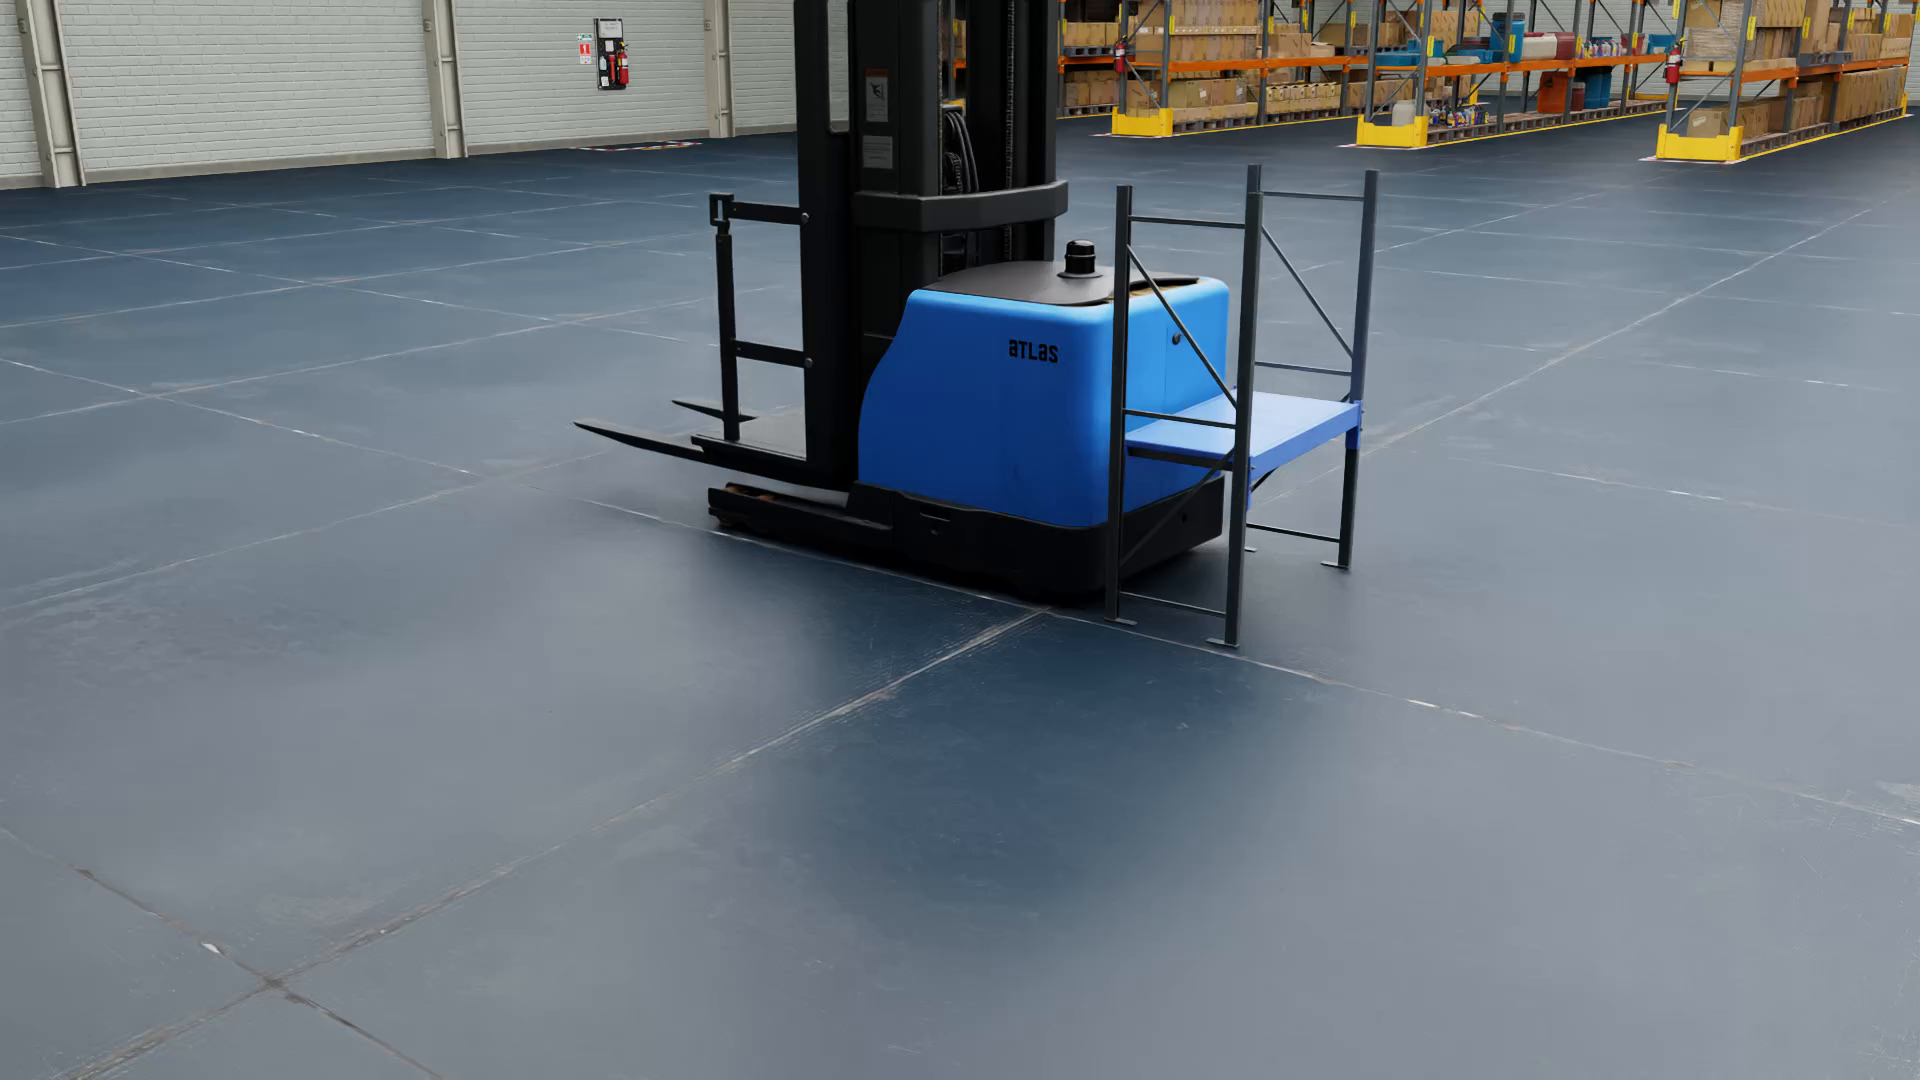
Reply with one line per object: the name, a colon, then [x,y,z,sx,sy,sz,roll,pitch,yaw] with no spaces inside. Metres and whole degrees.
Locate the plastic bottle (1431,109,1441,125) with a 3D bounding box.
plastic bottle: [8.758,-7.792,30.627,0.152,0.276,0.135,12,21,35]

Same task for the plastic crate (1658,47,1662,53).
plastic crate: [16.429,-11.636,39.499,0.396,0.136,0.243,12,21,35]

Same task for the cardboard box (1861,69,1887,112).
cardboard box: [19.006,-9.527,35.239,0.875,0.875,0.875,12,21,35]

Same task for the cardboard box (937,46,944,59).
cardboard box: [-0.413,-10.049,34.265,0.500,0.250,0.500,13,21,35]

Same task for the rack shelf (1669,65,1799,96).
rack shelf: [12.590,-7.473,26.962,1.077,0.370,4.000,12,21,35]

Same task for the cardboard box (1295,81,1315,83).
cardboard box: [7.663,-10.079,37.125,0.500,0.311,0.500,13,22,37]

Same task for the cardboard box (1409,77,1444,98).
cardboard box: [11.710,-11.416,41.914,0.797,0.503,0.637,12,21,35]

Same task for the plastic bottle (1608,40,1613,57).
plastic bottle: [14.175,-10.729,36.318,0.144,0.351,0.185,12,21,35]

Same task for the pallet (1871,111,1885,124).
pallet: [19.064,-9.033,35.477,1.003,0.211,1.213,12,21,35]

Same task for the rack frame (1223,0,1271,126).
rack frame: [5.828,-10.044,34.029,1.000,3.000,0.127,12,21,35]

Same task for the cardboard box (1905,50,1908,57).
cardboard box: [20.830,-10.825,36.969,0.380,0.149,0.250,13,21,35]

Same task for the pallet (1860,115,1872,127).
pallet: [18.149,-8.669,34.304,1.003,0.211,1.213,12,21,35]

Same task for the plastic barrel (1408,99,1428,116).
plastic barrel: [8.050,-7.517,29.379,0.421,0.512,0.421,0,17,0]

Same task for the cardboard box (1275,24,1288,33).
cardboard box: [8.277,-13.621,45.043,0.980,0.700,0.700,12,21,34]

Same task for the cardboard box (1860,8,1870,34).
cardboard box: [17.756,-10.410,33.347,0.797,0.503,0.637,13,21,35]

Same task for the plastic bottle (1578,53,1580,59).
plastic bottle: [12.854,-10.117,34.601,0.097,0.201,0.097,0,17,0]

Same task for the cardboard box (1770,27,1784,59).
cardboard box: [12.920,-8.136,27.216,0.875,0.500,0.500,12,21,35]

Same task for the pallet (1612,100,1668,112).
pallet: [16.431,-10.505,40.214,1.003,0.211,1.213,12,21,35]

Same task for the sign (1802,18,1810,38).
sign: [14.222,-8.612,27.958,0.100,0.325,0.005,12,21,35]

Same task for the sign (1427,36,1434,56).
sign: [7.860,-8.249,27.782,0.100,0.325,0.005,12,21,35]

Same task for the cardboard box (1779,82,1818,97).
cardboard box: [15.482,-8.327,30.708,0.500,0.250,0.500,16,23,41]

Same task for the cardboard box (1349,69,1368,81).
cardboard box: [9.216,-10.894,38.975,0.500,0.250,0.500,12,21,34]

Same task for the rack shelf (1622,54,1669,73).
rack shelf: [15.762,-11.206,38.984,1.077,0.370,4.000,12,21,35]

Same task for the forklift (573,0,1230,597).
forklift: [-0.422,-1.532,6.734,3.031,2.935,1.130,13,22,37]

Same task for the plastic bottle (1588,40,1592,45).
plastic bottle: [14.076,-11.013,37.234,0.144,0.351,0.185,12,21,35]

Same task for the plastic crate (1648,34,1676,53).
plastic crate: [16.904,-11.959,40.034,0.616,0.435,0.499,12,21,35]

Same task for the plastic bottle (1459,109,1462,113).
plastic bottle: [9.159,-7.734,30.430,0.061,0.283,0.133,12,21,35]

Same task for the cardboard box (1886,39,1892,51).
cardboard box: [19.339,-10.452,35.093,0.500,0.250,0.500,12,21,34]

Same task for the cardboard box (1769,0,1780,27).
cardboard box: [12.545,-8.327,26.145,0.500,0.500,0.500,12,21,35]

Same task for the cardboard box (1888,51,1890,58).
cardboard box: [19.460,-10.278,35.206,0.380,0.149,0.250,12,21,33]

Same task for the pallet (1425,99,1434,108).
pallet: [11.004,-10.781,41.105,1.003,0.211,1.213,12,21,35]

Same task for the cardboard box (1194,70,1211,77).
cardboard box: [5.804,-11.608,41.981,0.750,0.750,0.750,13,22,36]

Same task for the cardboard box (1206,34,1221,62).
cardboard box: [4.653,-9.617,32.486,0.700,0.500,0.500,13,22,36]

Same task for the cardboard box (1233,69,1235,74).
cardboard box: [7.365,-12.490,44.318,0.380,0.149,0.250,12,21,33]

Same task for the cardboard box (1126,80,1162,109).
cardboard box: [3.525,-8.517,31.776,0.500,0.500,0.500,12,21,35]

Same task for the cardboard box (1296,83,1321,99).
cardboard box: [7.489,-9.739,36.030,0.500,0.311,0.500,12,21,34]

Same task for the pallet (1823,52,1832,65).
pallet: [15.018,-8.675,29.944,1.003,0.211,1.213,12,21,35]

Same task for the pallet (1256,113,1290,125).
pallet: [6.235,-8.895,35.030,1.003,0.211,1.213,12,21,35]

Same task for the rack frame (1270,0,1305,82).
rack frame: [8.997,-13.776,46.049,1.000,3.000,0.127,12,21,35]

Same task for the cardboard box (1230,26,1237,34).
cardboard box: [5.230,-10.057,32.808,0.380,0.149,0.250,12,21,34]

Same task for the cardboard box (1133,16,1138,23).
cardboard box: [4.049,-12.351,39.455,0.380,0.149,0.250,9,20,28]

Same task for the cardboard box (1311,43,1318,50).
cardboard box: [7.523,-10.775,36.534,0.500,0.311,0.500,12,21,34]

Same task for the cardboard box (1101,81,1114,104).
cardboard box: [3.170,-10.481,38.910,0.700,0.500,0.500,12,21,34]

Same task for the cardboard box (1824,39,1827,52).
cardboard box: [15.388,-8.937,29.982,0.396,0.266,0.258,12,21,33]

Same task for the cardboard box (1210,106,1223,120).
cardboard box: [4.838,-8.424,32.741,0.500,0.250,0.500,12,21,35]

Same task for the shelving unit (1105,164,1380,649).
shelving unit: [1.006,-0.521,5.894,0.538,1.500,1.048,11,20,32]

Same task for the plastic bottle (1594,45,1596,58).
plastic bottle: [13.484,-10.403,35.402,0.097,0.271,0.097,0,17,0]

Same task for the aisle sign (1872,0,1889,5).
aisle sign: [20.733,-12.462,37.433,0.394,0.787,0.004,12,21,35]

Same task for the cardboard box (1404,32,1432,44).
cardboard box: [11.117,-12.070,40.386,0.500,0.500,0.500,13,22,36]

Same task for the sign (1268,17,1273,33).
sign: [6.274,-10.397,33.574,0.100,0.325,0.005,12,21,35]

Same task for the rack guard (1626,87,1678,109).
rack guard: [16.958,-10.840,40.808,1.175,0.500,0.348,12,21,35]

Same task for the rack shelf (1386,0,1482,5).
rack shelf: [11.786,-13.515,41.361,1.077,0.370,4.000,12,21,35]

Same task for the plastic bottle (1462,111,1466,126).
plastic bottle: [9.135,-7.653,30.187,0.097,0.271,0.097,0,17,0]

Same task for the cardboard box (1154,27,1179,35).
cardboard box: [3.851,-9.504,31.029,0.380,0.149,0.250,12,21,34]

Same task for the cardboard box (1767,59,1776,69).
cardboard box: [12.984,-7.715,26.952,0.380,0.149,0.250,12,21,35]

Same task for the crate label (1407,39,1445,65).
crate label: [8.300,-8.718,29.700,0.502,0.435,0.616,12,21,35]
